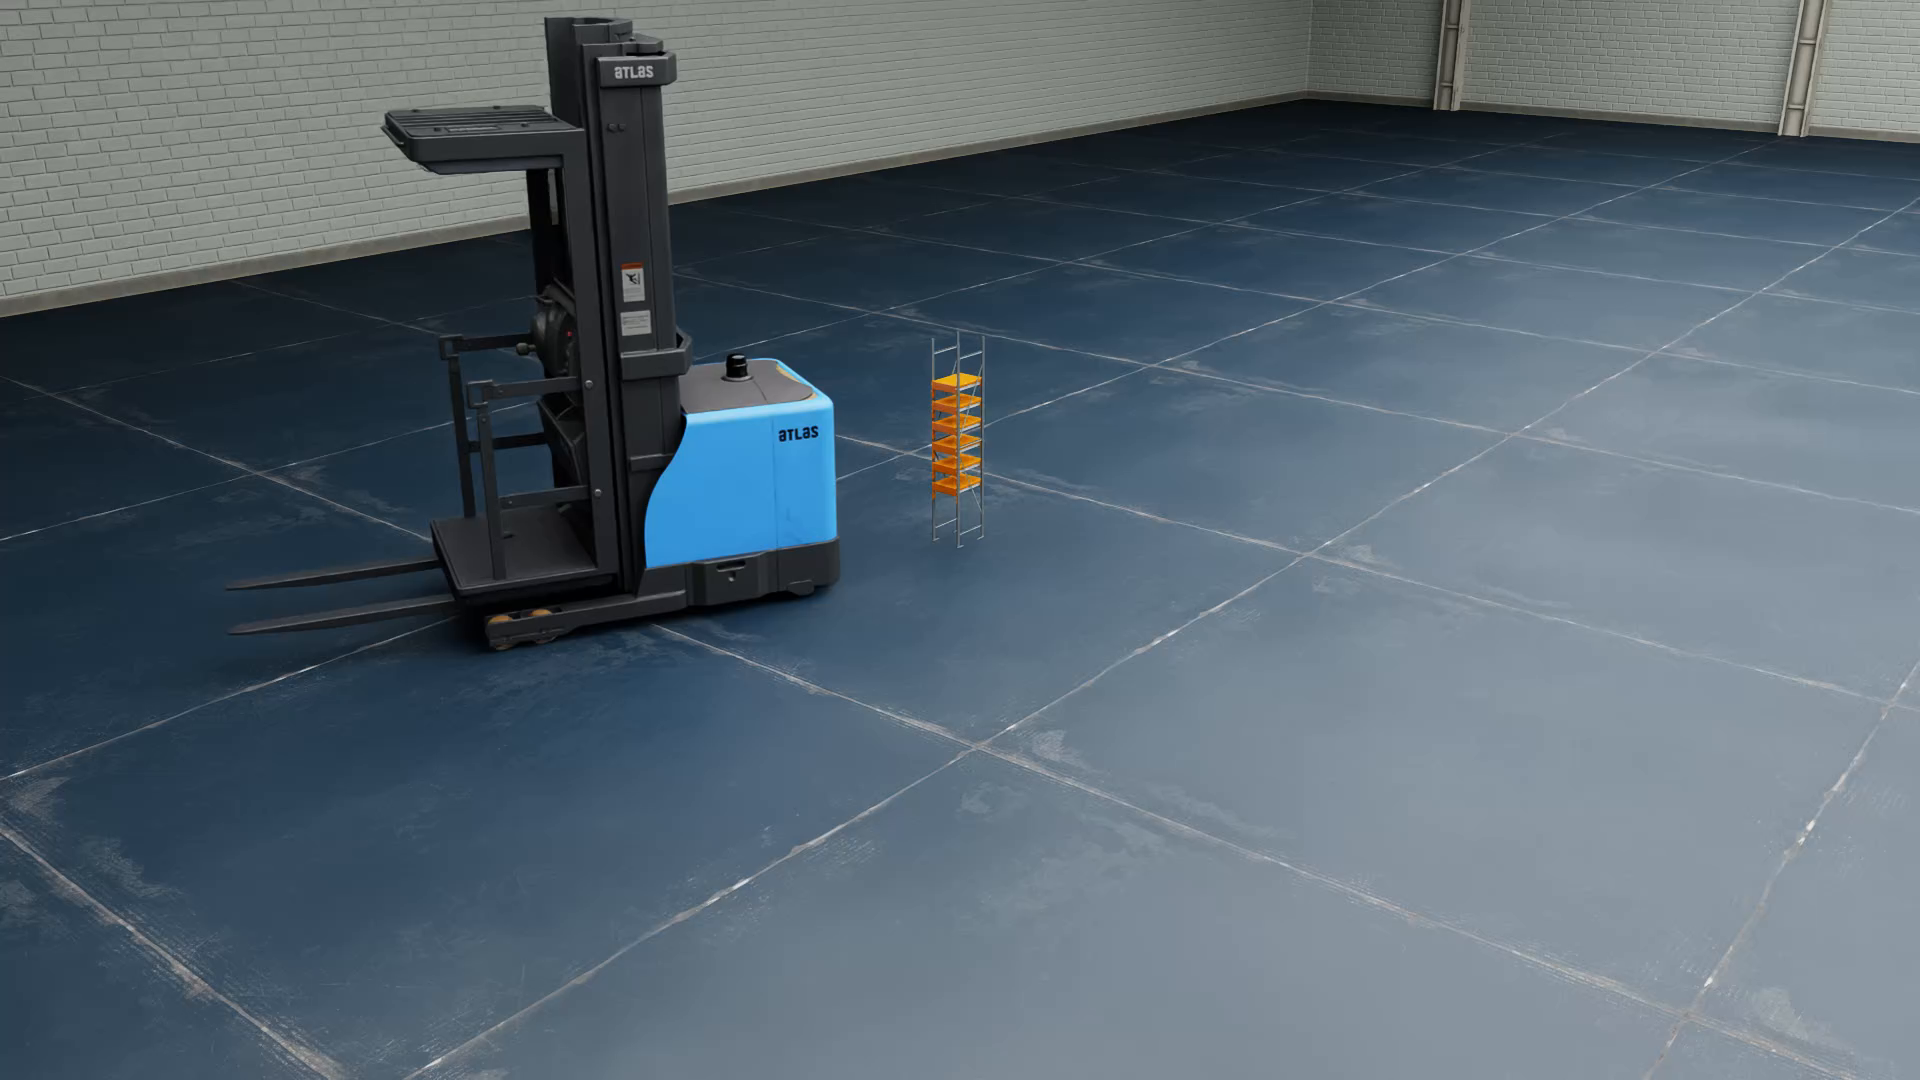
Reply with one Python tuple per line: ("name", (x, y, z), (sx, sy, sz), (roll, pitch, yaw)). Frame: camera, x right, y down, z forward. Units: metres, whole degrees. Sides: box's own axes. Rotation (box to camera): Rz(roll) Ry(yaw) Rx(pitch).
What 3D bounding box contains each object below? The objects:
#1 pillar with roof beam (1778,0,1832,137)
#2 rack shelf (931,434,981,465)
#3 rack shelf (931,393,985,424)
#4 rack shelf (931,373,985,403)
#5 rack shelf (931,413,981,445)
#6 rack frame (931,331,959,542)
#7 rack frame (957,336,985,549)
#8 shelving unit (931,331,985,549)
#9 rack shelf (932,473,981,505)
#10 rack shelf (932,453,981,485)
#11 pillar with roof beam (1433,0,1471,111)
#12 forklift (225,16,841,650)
("pillar with roof beam", (10.950, -9.681, 22.588), (0.400, 9.000, 9.100), (16, 26, 36))
("rack shelf", (-0.011, -0.523, 9.481), (0.180, 0.103, 0.258), (16, 26, 36))
("rack shelf", (-0.011, -0.748, 9.396), (0.180, 0.103, 0.258), (16, 26, 36))
("rack shelf", (-0.011, -0.860, 9.354), (0.180, 0.103, 0.258), (16, 26, 36))
("rack shelf", (-0.011, -0.635, 9.438), (0.180, 0.103, 0.258), (16, 26, 36))
("rack frame", (-0.082, -0.585, 9.519), (0.006, 1.200, 0.240), (16, 26, 36))
("rack frame", (0.060, -0.544, 9.411), (0.006, 1.200, 0.240), (16, 26, 36))
("shelving unit", (-0.011, -0.565, 9.465), (0.189, 1.200, 0.258), (16, 26, 36))
("rack shelf", (-0.011, -0.298, 9.565), (0.180, 0.103, 0.258), (16, 26, 36))
("rack shelf", (-0.011, -0.411, 9.523), (0.180, 0.103, 0.258), (16, 26, 36))
("pillar with roof beam", (6.302, -11.020, 26.137), (0.400, 9.000, 9.100), (16, 26, 36))
("forklift", (-2.206, -1.040, 8.273), (3.031, 2.935, 1.130), (-9, 22, -22))
